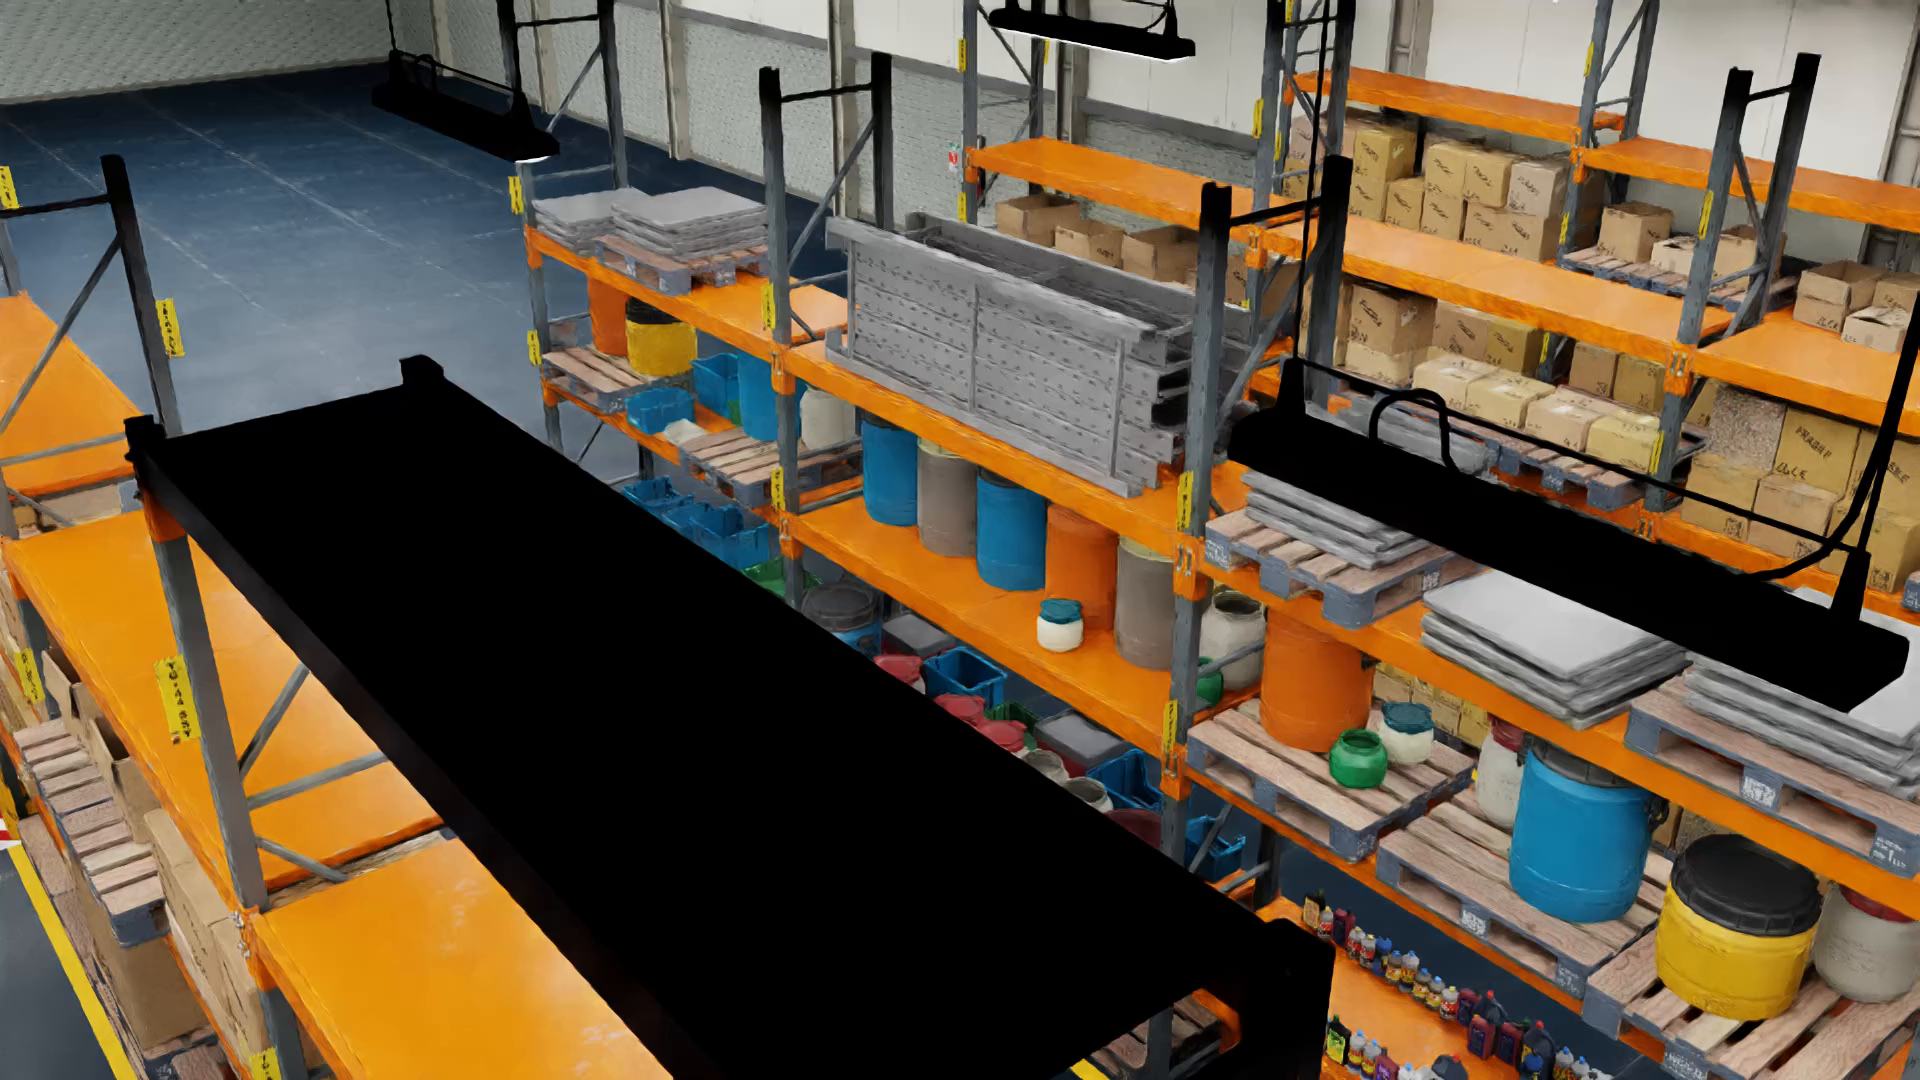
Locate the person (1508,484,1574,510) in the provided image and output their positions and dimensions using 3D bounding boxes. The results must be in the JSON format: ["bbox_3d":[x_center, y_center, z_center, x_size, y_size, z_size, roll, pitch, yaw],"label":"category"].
[{"bbox_3d":[6.007,-0.487,17.202,0.688,1.779,0.516,13,29,25],"label":"person"}]
